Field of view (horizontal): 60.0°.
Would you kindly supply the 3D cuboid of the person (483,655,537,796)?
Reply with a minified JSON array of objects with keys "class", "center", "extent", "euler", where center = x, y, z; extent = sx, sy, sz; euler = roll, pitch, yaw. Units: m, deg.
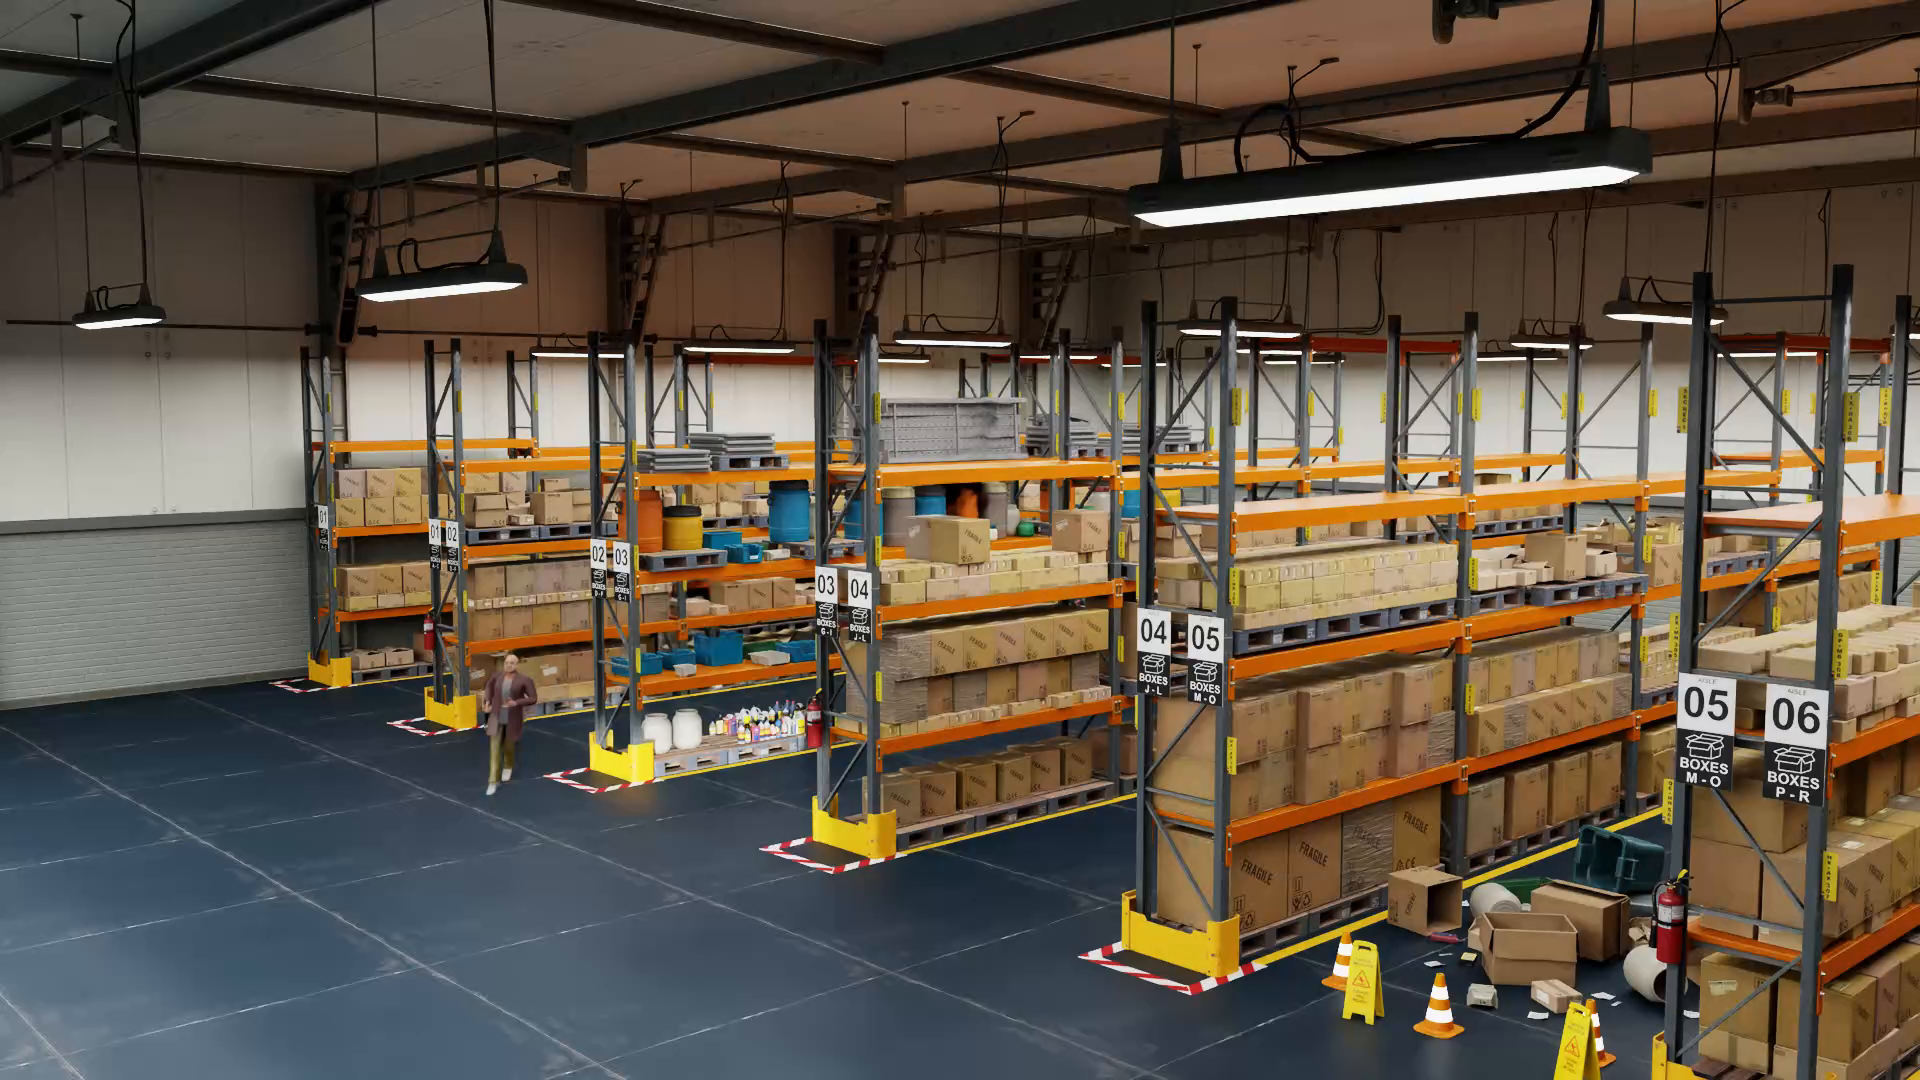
[{"class":"person","center":[-5.899,2.393,21.826],"extent":[0.720,1.790,0.976],"euler":[0,5,0]}]

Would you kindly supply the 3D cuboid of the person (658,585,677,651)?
[{"class":"person","center":[-5.347,1.638,30.631],"extent":[0.586,1.656,0.803],"euler":[4,6,39]}]
